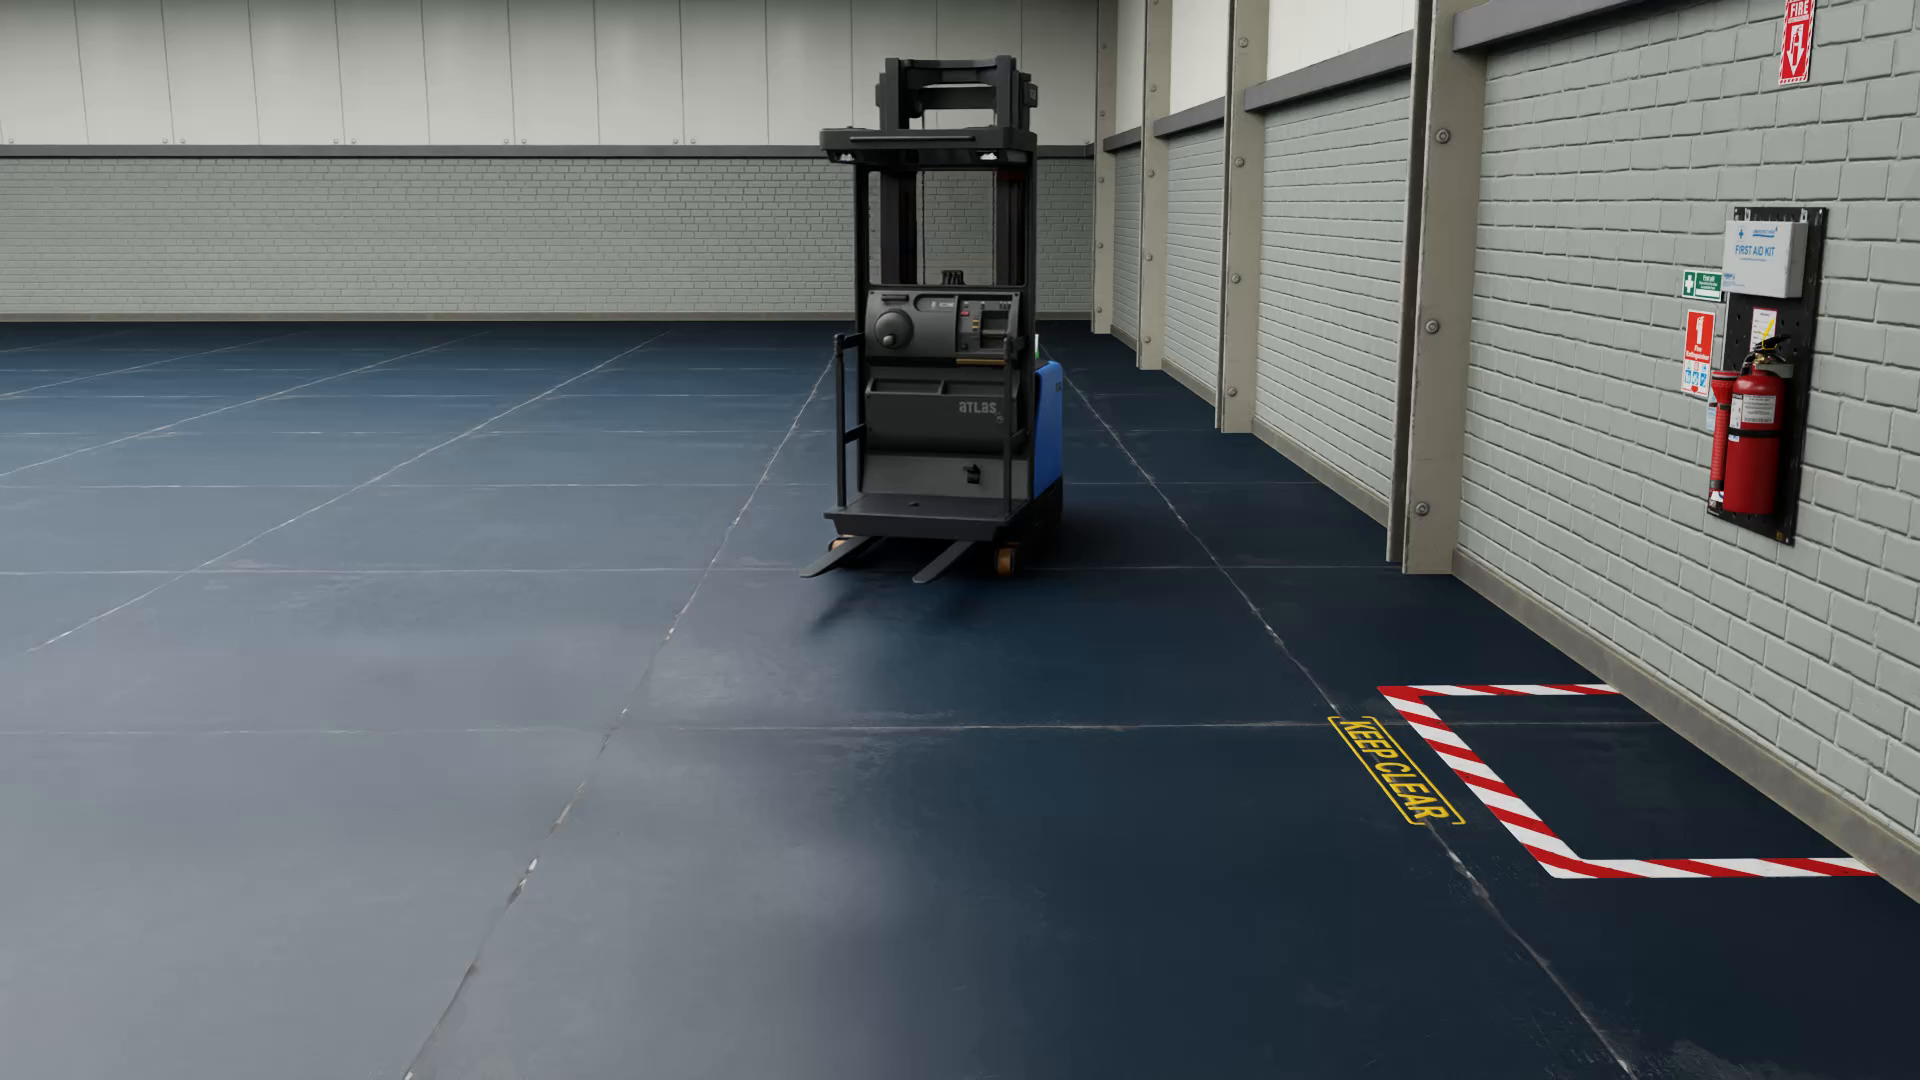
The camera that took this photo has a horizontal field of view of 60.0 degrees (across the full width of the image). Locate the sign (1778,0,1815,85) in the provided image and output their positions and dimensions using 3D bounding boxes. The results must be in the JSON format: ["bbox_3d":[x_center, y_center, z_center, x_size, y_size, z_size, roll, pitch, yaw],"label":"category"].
[{"bbox_3d":[2.924,-1.750,5.812,0.001,0.298,0.199,0,11,-1],"label":"sign"}]

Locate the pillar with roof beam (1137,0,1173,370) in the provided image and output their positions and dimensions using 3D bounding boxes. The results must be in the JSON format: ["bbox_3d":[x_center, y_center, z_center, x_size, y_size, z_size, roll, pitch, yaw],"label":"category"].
[{"bbox_3d":[-1.838,-6.621,20.564,9.100,9.000,0.400,0,11,-1],"label":"pillar with roof beam"}]

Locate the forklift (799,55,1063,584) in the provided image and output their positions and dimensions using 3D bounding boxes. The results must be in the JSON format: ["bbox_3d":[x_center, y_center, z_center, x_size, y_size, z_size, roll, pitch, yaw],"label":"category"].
[{"bbox_3d":[-0.150,-1.311,9.651,1.130,2.935,3.031,3,12,13],"label":"forklift"}]

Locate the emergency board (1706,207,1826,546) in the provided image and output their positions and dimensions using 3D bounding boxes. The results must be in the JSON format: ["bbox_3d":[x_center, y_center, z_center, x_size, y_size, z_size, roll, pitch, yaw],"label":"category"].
[{"bbox_3d":[2.825,-0.612,6.033,0.194,1.169,0.643,0,11,-1],"label":"emergency board"}]

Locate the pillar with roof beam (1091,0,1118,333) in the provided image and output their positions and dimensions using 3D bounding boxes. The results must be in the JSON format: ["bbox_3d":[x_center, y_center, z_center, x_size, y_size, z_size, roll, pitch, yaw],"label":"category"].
[{"bbox_3d":[-1.962,-7.814,26.443,9.100,9.000,0.400,0,11,-1],"label":"pillar with roof beam"}]

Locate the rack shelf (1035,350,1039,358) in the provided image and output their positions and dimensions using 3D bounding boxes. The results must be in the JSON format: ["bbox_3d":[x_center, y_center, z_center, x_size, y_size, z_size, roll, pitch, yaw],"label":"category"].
[{"bbox_3d":[0.370,-1.210,11.412,0.258,0.148,0.480,3,12,13],"label":"rack shelf"}]

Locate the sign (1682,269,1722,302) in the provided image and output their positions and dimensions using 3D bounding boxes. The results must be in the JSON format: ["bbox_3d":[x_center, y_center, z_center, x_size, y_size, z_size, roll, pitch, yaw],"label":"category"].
[{"bbox_3d":[2.908,-0.999,6.516,0.001,0.109,0.331,0,11,-1],"label":"sign"}]

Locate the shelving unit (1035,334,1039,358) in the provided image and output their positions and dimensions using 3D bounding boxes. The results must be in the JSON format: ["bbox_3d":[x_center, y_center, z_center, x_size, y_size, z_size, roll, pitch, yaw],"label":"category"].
[{"bbox_3d":[0.370,-0.802,11.495,0.258,1.200,0.503,3,12,13],"label":"shelving unit"}]

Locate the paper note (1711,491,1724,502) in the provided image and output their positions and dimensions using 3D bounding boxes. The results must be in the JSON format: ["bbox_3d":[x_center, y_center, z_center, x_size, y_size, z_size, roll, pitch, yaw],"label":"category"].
[{"bbox_3d":[2.890,-0.216,6.295,0.016,0.148,0.142,0,11,-1],"label":"paper note"}]

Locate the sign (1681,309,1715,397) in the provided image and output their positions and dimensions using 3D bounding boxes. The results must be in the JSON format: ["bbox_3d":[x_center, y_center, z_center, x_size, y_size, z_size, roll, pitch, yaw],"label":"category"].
[{"bbox_3d":[2.916,-0.740,6.573,0.001,0.329,0.234,0,11,-1],"label":"sign"}]

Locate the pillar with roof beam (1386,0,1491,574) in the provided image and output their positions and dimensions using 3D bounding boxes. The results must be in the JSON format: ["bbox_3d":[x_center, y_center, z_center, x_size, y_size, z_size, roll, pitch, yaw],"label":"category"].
[{"bbox_3d":[-1.590,-4.236,8.806,9.100,9.000,0.400,0,11,-1],"label":"pillar with roof beam"}]

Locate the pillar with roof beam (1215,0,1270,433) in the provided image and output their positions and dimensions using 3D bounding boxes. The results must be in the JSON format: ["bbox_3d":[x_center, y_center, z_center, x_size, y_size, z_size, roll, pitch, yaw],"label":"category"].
[{"bbox_3d":[-1.714,-5.429,14.685,9.100,9.000,0.400,0,11,-1],"label":"pillar with roof beam"}]

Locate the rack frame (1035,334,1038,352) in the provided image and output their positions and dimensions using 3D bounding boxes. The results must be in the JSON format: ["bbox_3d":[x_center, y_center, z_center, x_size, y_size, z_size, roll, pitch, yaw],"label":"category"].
[{"bbox_3d":[0.427,-0.849,11.727,0.240,1.200,0.015,3,12,13],"label":"rack frame"}]
